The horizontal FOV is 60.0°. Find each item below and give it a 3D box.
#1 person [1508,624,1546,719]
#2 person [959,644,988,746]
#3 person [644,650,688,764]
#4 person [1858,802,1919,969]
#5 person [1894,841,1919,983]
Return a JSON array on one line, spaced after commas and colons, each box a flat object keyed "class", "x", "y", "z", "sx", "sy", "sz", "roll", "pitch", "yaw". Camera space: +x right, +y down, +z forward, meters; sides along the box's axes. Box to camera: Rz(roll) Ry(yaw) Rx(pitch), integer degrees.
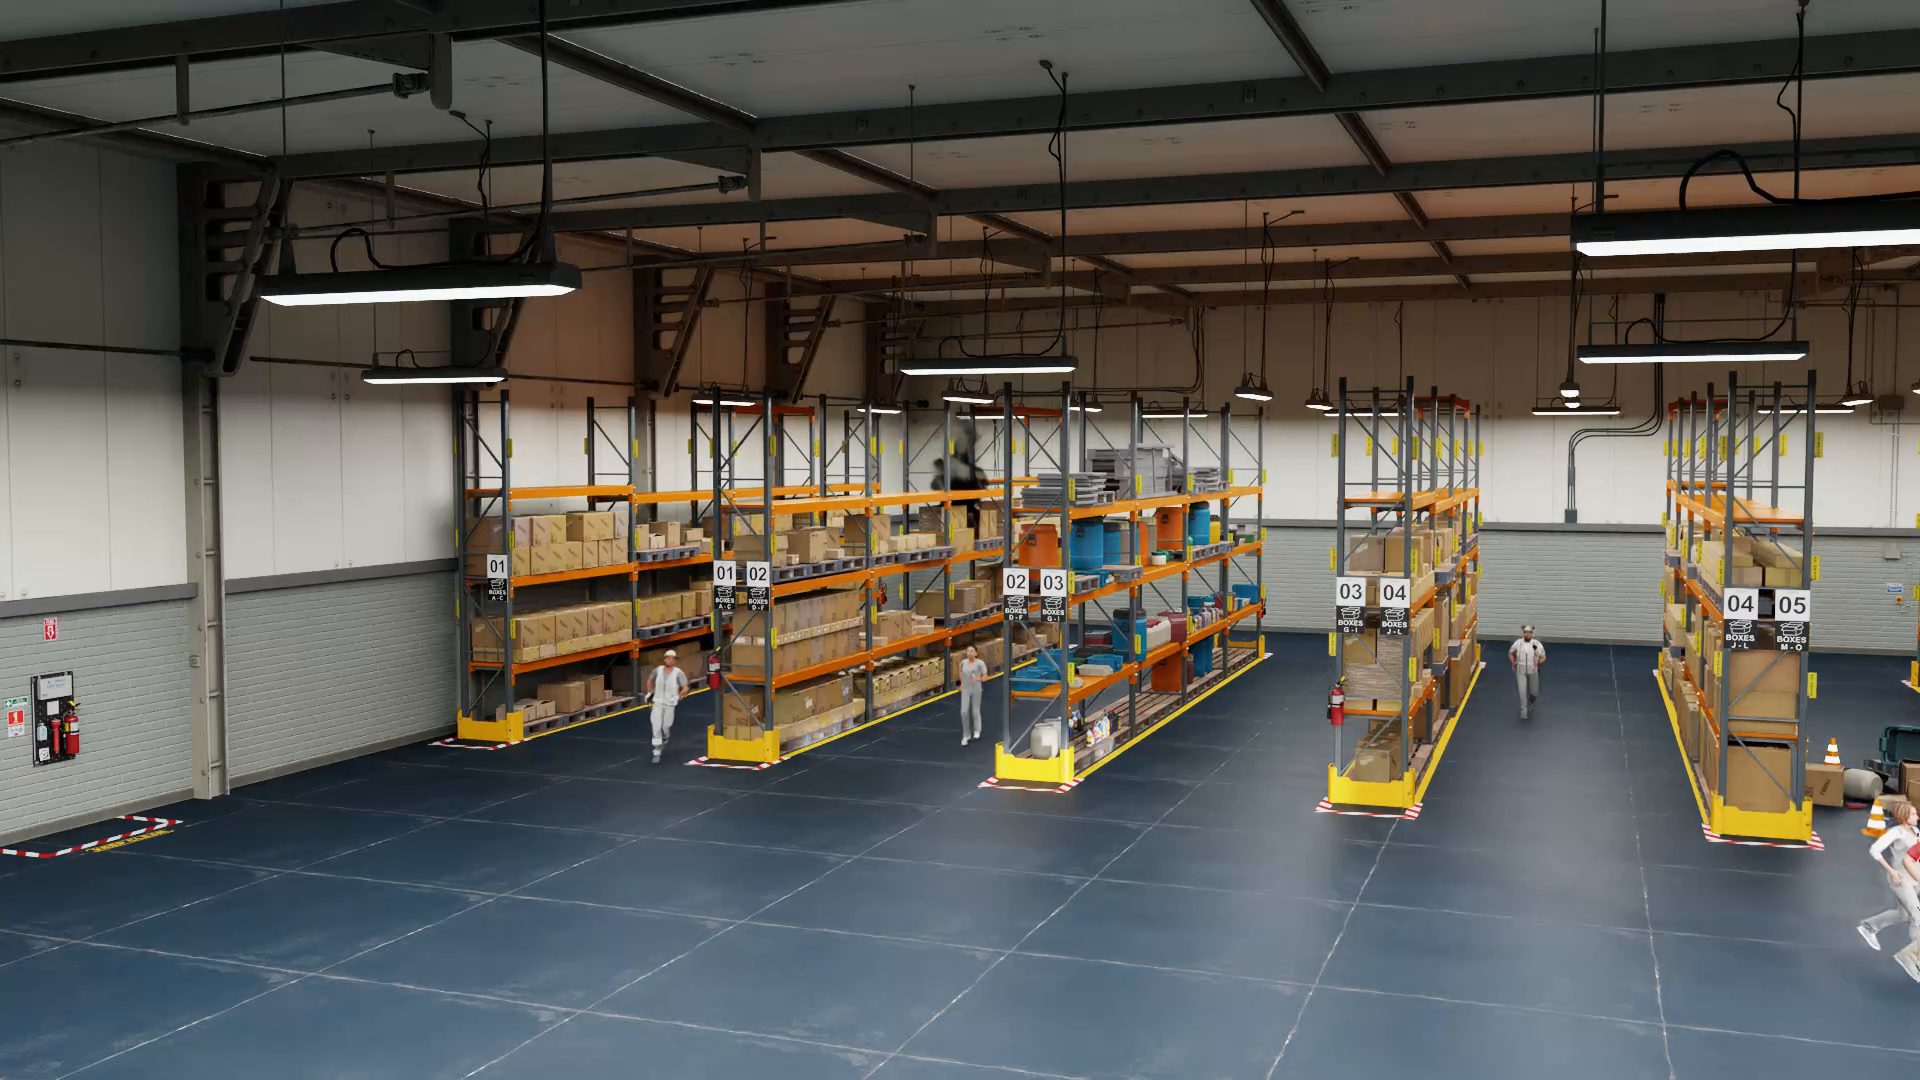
[{"class": "person", "x": 10.530, "y": 2.427, "z": 30.912, "sx": 0.670, "sy": 1.739, "sz": 0.761, "roll": 1, "pitch": 3, "yaw": 19}, {"class": "person", "x": 0.218, "y": 2.619, "z": 28.252, "sx": 0.555, "sy": 1.720, "sz": 0.753, "roll": 1, "pitch": 3, "yaw": 12}, {"class": "person", "x": -4.721, "y": 2.654, "z": 26.753, "sx": 0.704, "sy": 1.771, "sz": 0.771, "roll": 0, "pitch": 3, "yaw": -3}, {"class": "person", "x": 9.080, "y": 3.306, "z": 16.011, "sx": 0.541, "sy": 1.579, "sz": 0.888, "roll": -2, "pitch": 4, "yaw": -35}, {"class": "person", "x": 8.958, "y": 3.286, "z": 15.083, "sx": 0.660, "sy": 1.722, "sz": 0.985, "roll": -2, "pitch": 4, "yaw": -35}]
